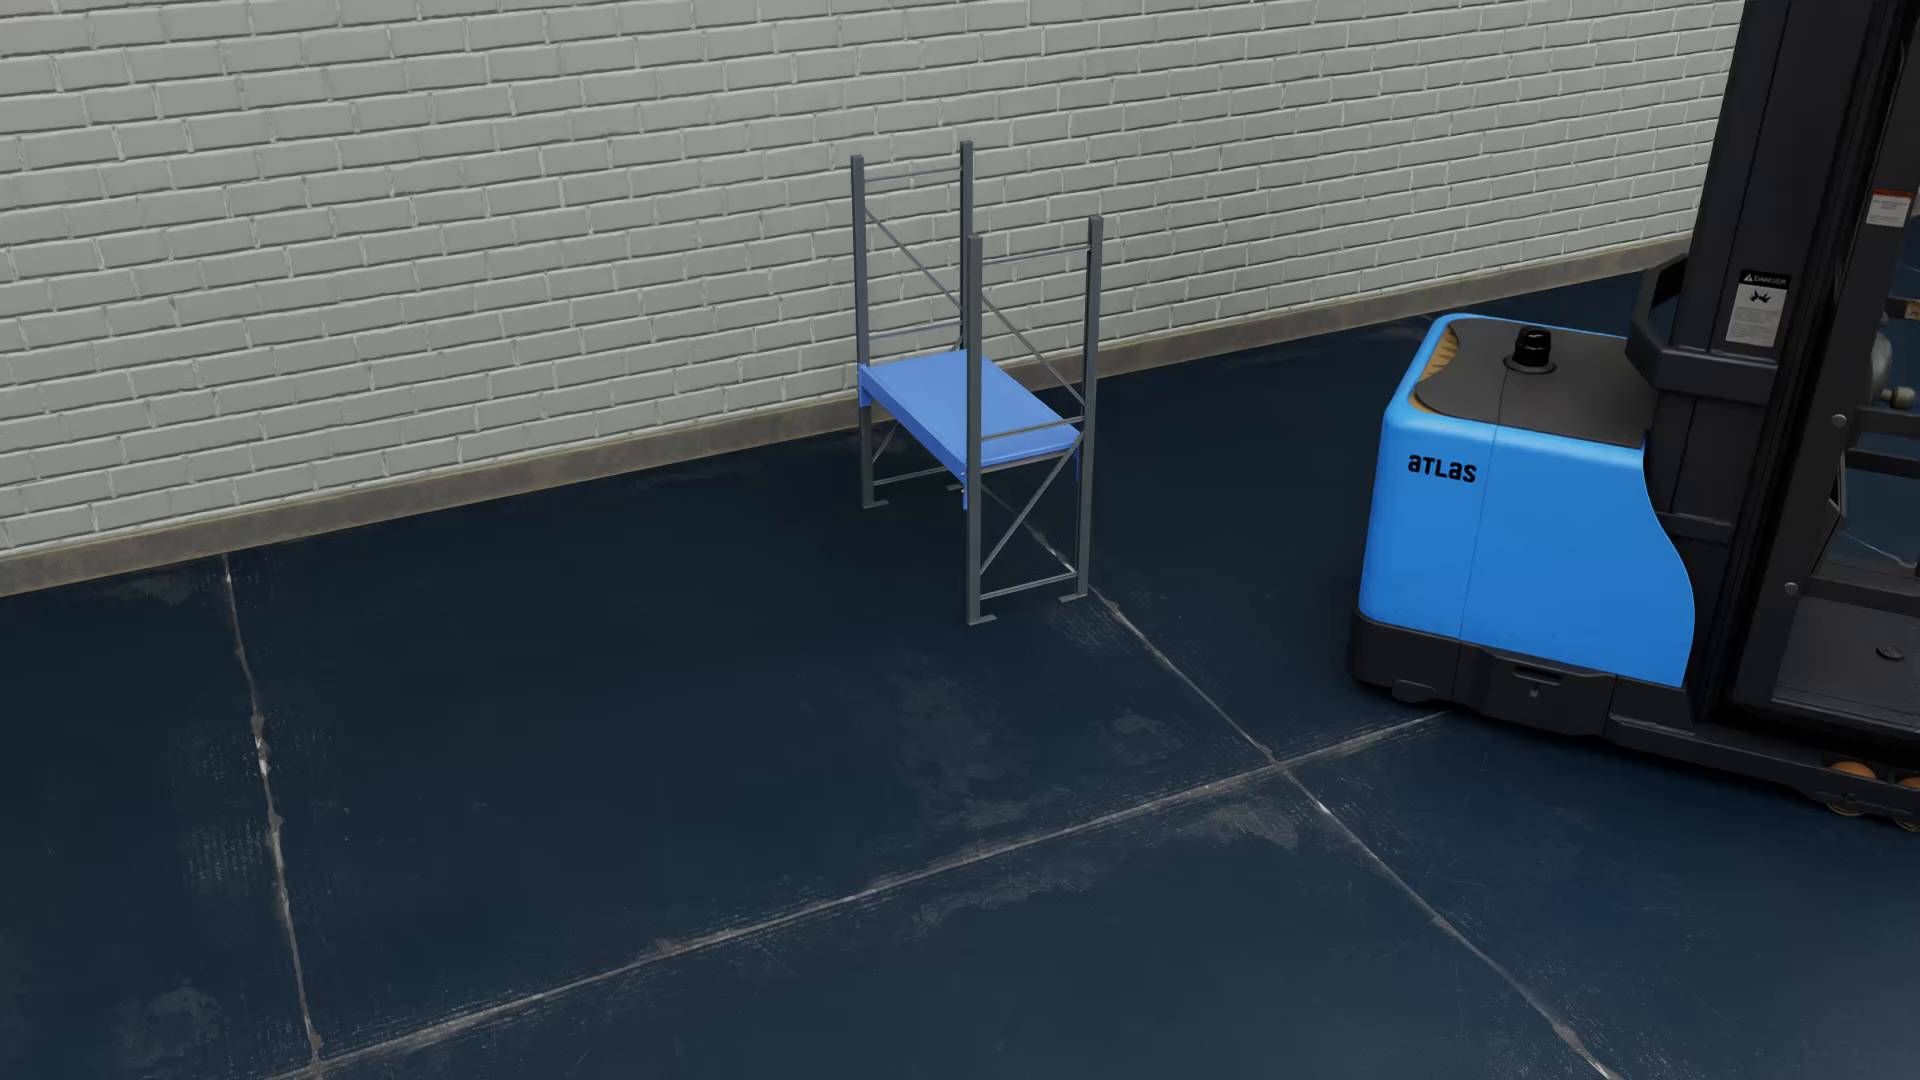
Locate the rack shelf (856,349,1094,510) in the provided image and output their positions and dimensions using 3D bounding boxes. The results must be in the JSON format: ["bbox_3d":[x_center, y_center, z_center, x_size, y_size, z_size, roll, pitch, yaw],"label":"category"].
[{"bbox_3d":[0.037,-0.460,6.404,0.538,0.185,1.000,-13,32,-22],"label":"rack shelf"}]

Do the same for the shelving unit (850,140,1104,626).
[{"bbox_3d":[0.037,-0.616,6.316,0.538,1.500,1.048,-13,32,-22],"label":"shelving unit"}]

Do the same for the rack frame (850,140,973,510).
[{"bbox_3d":[-0.182,-0.841,6.716,0.500,1.500,0.032,-13,32,-22],"label":"rack frame"}]

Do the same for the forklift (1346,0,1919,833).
[{"bbox_3d":[2.911,-0.672,4.952,3.031,2.935,1.130,12,32,21],"label":"forklift"}]

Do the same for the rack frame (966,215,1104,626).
[{"bbox_3d":[0.255,-0.392,5.916,0.500,1.500,0.032,-13,32,-22],"label":"rack frame"}]
